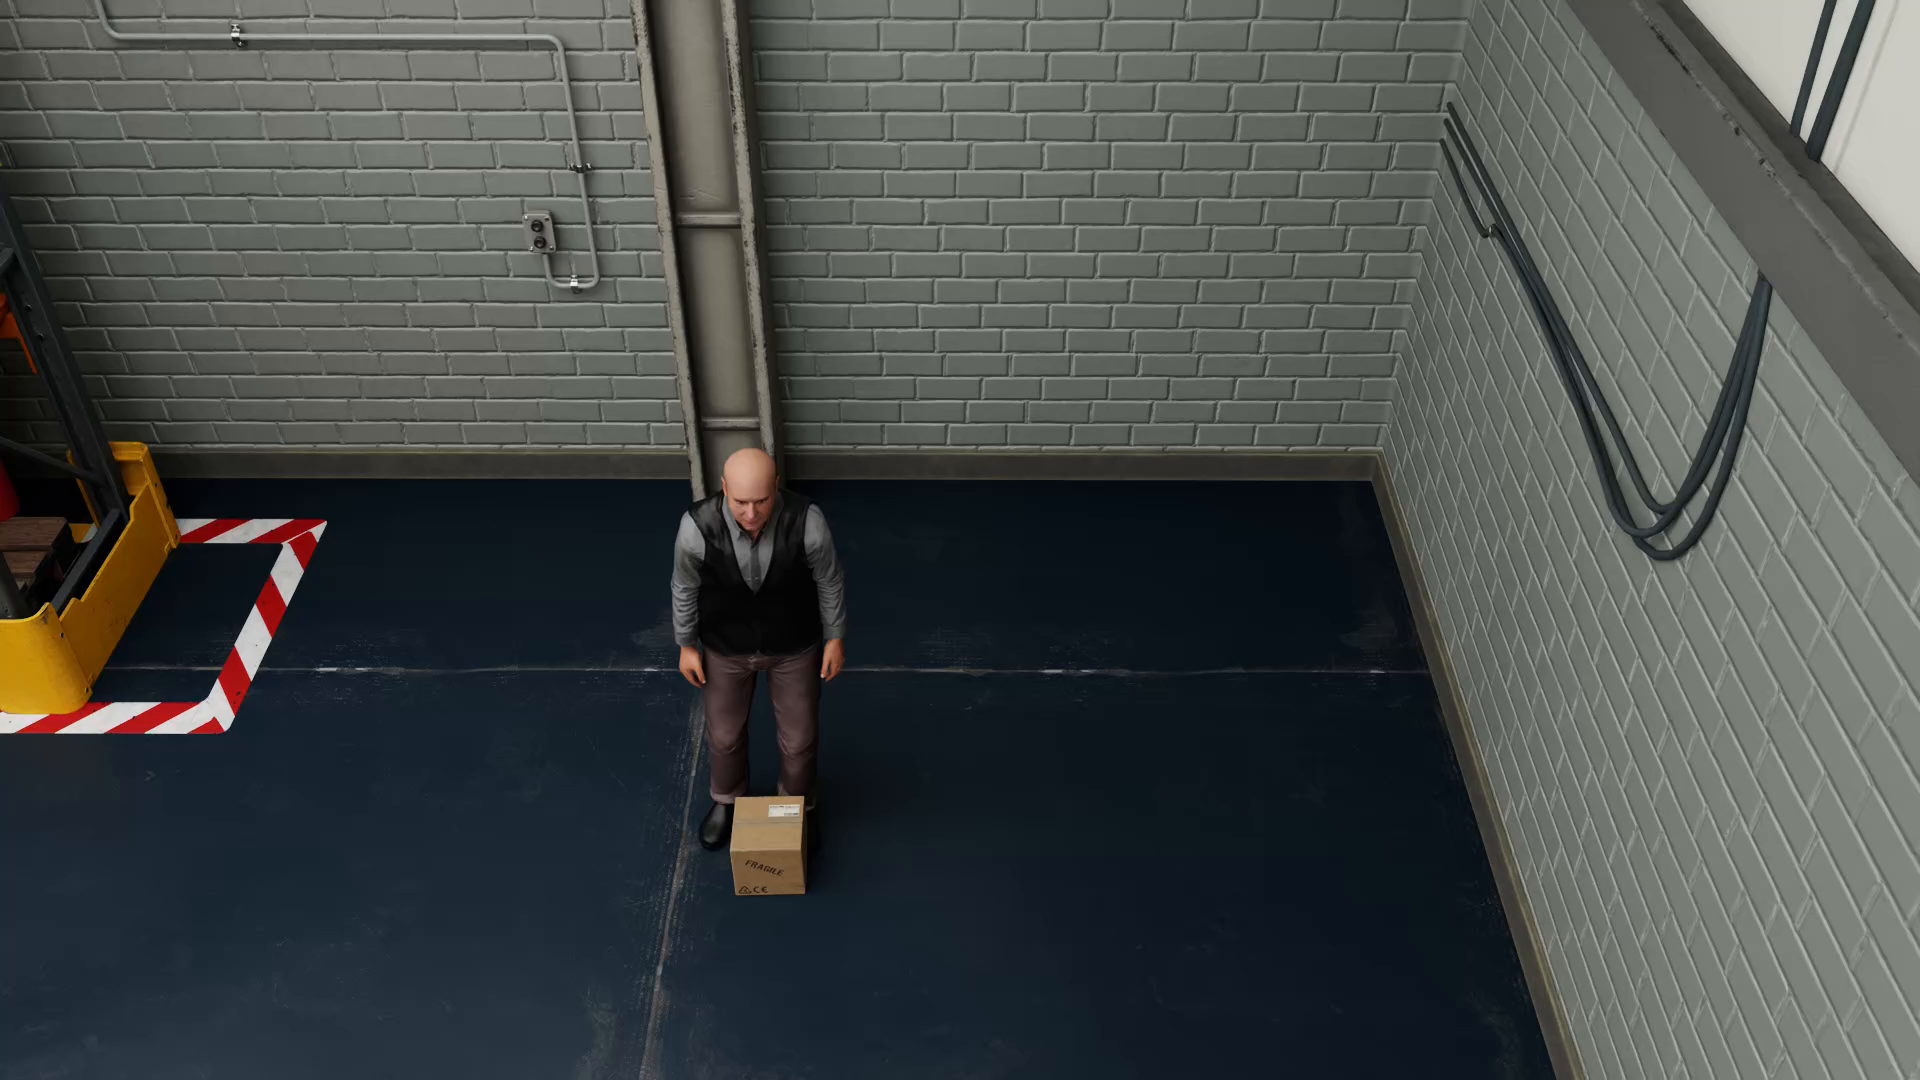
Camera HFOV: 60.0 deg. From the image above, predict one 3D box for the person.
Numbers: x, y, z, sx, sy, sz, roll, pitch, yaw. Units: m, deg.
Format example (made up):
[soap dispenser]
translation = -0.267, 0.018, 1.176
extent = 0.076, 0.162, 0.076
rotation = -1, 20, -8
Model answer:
[person]
translation = -0.681, 0.370, 5.722
extent = 0.594, 1.721, 0.472
rotation = -2, 39, -3
